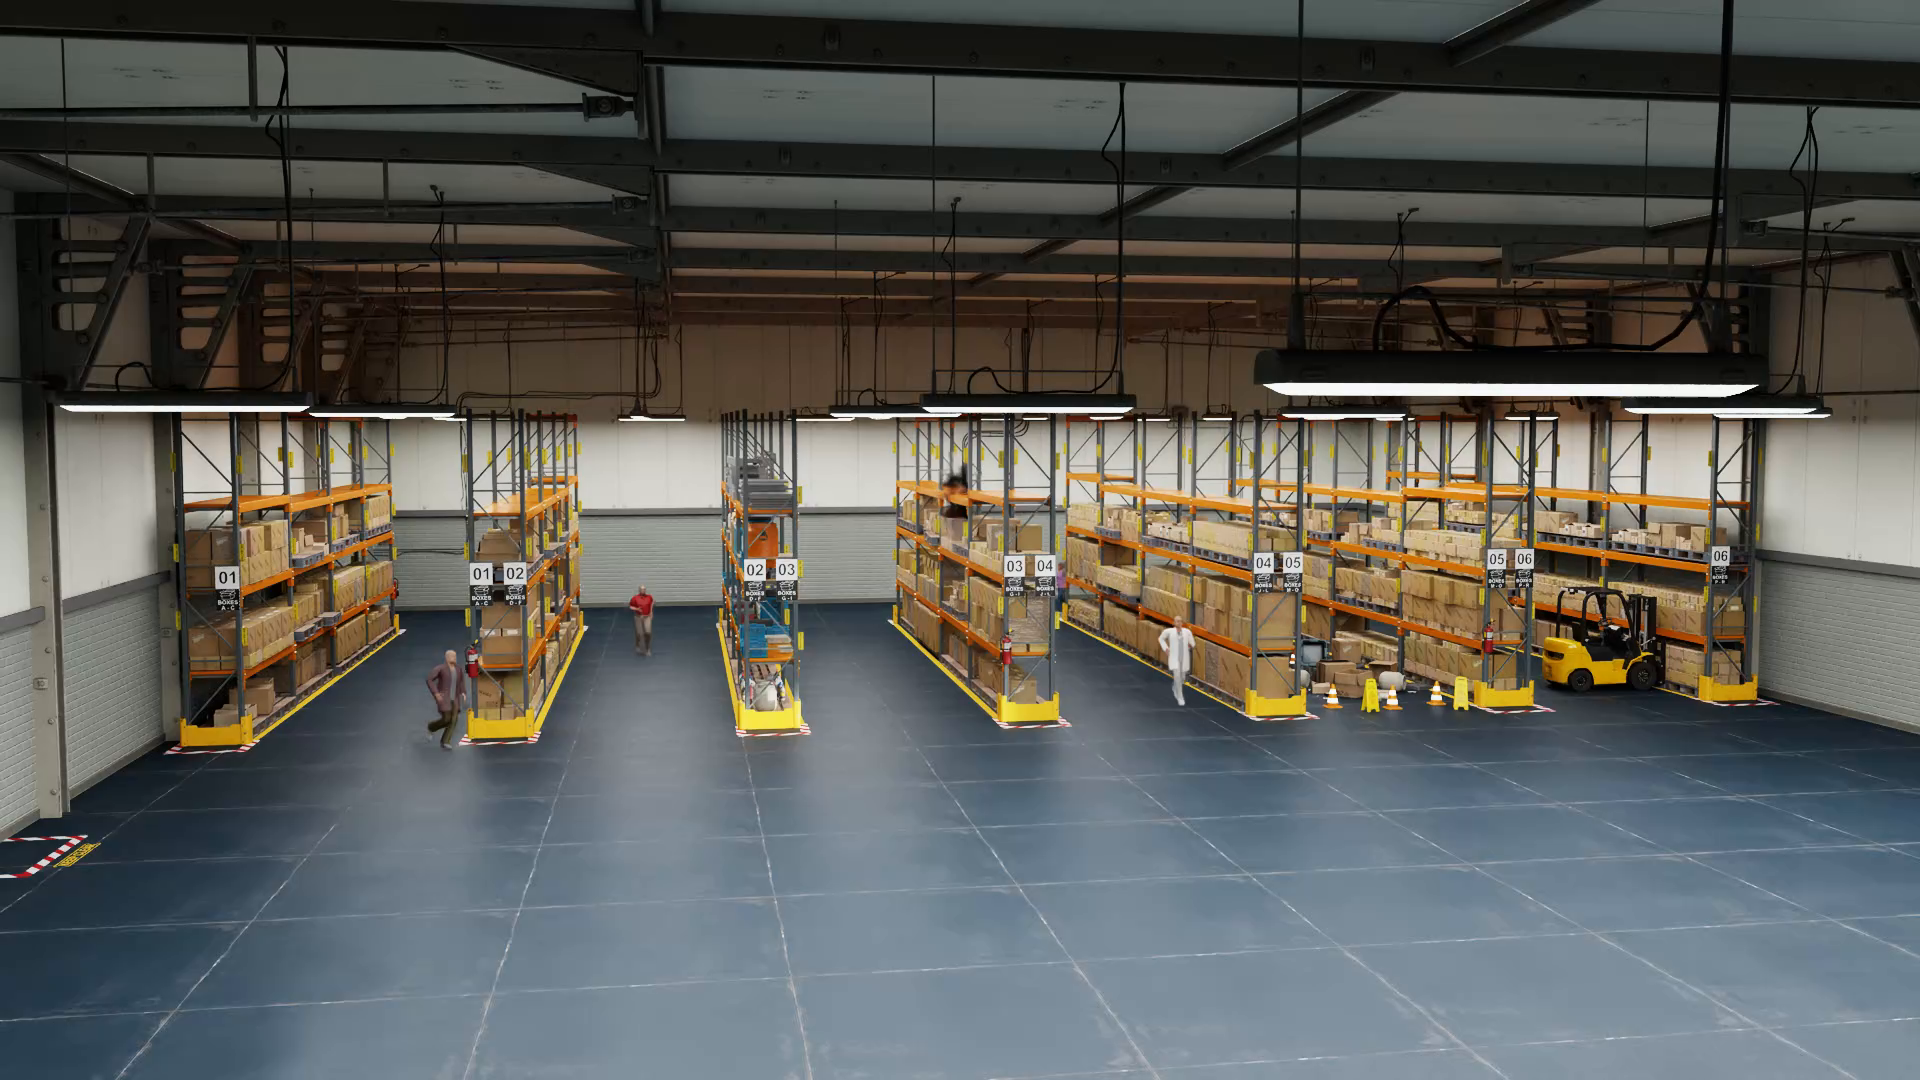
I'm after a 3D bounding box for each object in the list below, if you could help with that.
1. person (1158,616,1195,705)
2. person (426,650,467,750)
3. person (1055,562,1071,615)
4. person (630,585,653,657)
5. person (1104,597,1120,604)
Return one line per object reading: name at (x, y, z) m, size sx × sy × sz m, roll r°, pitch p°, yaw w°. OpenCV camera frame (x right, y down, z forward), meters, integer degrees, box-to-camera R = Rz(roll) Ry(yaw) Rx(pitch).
person at (4.461, 2.432, 33.968) m, size 0.709 × 1.759 × 1.038 m, roll -1°, pitch 4°, yaw -10°
person at (-9.049, 2.812, 29.473) m, size 0.733 × 1.703 × 0.758 m, roll 3°, pitch 5°, yaw 39°
person at (3.046, 1.464, 49.625) m, size 0.817 × 1.619 × 0.582 m, roll -2°, pitch 5°, yaw -32°
person at (-7.878, 1.997, 41.173) m, size 0.599 × 1.780 × 0.880 m, roll -1°, pitch 4°, yaw -15°
person at (4.398, 1.461, 49.878) m, size 0.823 × 1.601 × 0.632 m, roll 4°, pitch 5°, yaw 42°
